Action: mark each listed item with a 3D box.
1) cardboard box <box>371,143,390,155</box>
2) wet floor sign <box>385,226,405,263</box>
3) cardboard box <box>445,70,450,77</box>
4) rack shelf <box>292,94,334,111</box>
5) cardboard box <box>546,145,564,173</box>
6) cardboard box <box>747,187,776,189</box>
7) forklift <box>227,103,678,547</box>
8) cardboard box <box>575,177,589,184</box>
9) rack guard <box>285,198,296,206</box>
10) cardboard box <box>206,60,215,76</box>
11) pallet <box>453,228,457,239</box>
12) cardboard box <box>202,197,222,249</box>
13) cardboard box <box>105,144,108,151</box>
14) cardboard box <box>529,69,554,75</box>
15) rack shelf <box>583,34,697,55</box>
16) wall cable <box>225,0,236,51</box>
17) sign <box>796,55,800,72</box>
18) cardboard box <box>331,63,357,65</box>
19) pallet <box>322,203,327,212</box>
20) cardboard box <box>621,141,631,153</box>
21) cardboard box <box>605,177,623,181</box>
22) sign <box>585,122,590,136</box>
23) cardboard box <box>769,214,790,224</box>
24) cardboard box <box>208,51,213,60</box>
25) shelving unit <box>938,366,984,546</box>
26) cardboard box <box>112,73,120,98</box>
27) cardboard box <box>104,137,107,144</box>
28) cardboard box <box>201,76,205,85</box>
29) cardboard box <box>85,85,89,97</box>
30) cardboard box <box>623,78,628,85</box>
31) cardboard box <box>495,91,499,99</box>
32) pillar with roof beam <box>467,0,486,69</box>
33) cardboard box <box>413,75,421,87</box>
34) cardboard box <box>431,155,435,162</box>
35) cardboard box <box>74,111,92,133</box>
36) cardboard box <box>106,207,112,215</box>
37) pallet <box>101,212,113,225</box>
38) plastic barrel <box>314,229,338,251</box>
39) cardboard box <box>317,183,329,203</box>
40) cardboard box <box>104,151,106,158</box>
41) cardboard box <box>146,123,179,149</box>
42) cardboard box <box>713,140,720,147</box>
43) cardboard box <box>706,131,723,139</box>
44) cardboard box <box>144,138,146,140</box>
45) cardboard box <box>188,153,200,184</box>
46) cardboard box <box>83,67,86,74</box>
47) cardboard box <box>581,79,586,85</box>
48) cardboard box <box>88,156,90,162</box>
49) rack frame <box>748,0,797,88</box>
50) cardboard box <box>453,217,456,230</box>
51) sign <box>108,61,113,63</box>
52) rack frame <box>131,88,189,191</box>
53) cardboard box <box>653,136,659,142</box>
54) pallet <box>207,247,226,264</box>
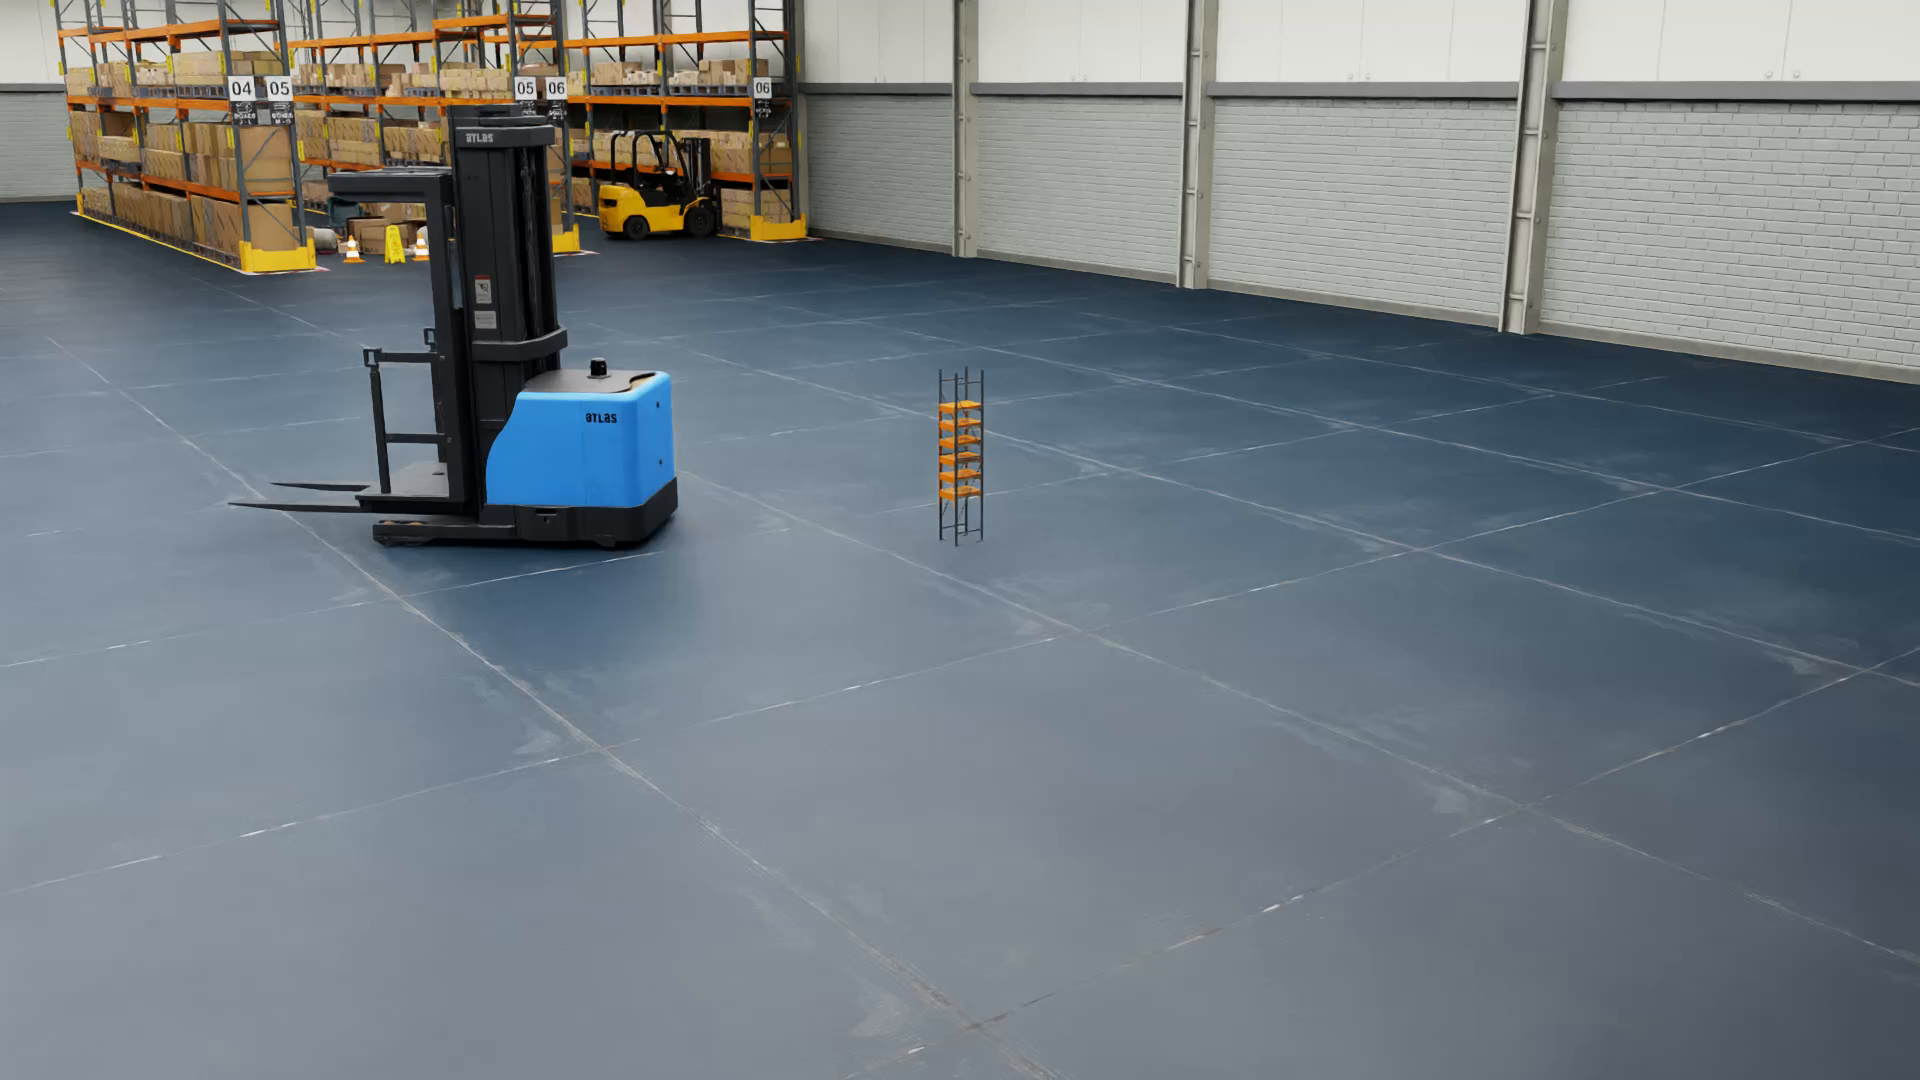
[{"bbox_3d":[-12.958,-8.835,37.513,0.500,0.250,0.500,-11,19,-35],"label":"cardboard box"},{"bbox_3d":[-10.089,-5.270,29.609,0.232,0.644,0.267,14,21,42],"label":"wet floor sign"},{"bbox_3d":[-10.018,-9.290,33.119,0.380,0.149,0.250,-10,18,-33],"label":"cardboard box"},{"bbox_3d":[-15.995,-10.984,41.705,1.077,0.370,4.000,-11,19,-35],"label":"rack shelf"},{"bbox_3d":[-7.818,-7.230,31.558,0.500,0.500,0.500,-11,19,-35],"label":"cardboard box"},{"bbox_3d":[-4.177,-7.262,34.947,0.500,0.250,0.500,-11,19,-34],"label":"cardboard box"},{"bbox_3d":[-3.613,-1.508,11.532,3.031,2.935,1.130,1,15,5],"label":"forklift"},{"bbox_3d":[-9.254,-8.866,40.999,0.380,0.149,0.250,-12,19,-36],"label":"cardboard box"},{"bbox_3d":[-17.185,-9.110,43.915,1.175,0.500,0.348,-11,19,-35],"label":"rack guard"},{"bbox_3d":[-12.515,-8.041,28.328,0.500,0.250,0.500,-11,19,-34],"label":"cardboard box"},{"bbox_3d":[-9.692,-6.266,34.068,1.003,0.211,1.213,-11,19,-35],"label":"pallet"},{"bbox_3d":[-13.214,-5.799,30.312,0.875,0.875,0.875,-11,19,-34],"label":"cardboard box"},{"bbox_3d":[-18.445,-8.571,36.325,0.380,0.149,0.250,-12,19,-37],"label":"cardboard box"},{"bbox_3d":[-7.807,-8.712,31.008,0.380,0.149,0.250,-11,19,-35],"label":"cardboard box"},{"bbox_3d":[-7.278,-11.300,37.938,1.077,0.370,4.000,-11,19,-35],"label":"rack shelf"},{"bbox_3d":[-20.743,-14.375,47.053,0.463,3.000,0.029,-11,19,-35],"label":"wall cable"},{"bbox_3d":[-3.298,-9.657,33.690,0.100,0.325,0.005,-11,19,-35],"label":"sign"},{"bbox_3d":[-14.995,-11.361,40.546,0.500,0.500,0.500,-10,18,-34],"label":"cardboard box"},{"bbox_3d":[-15.203,-8.286,41.451,1.003,0.211,1.213,-11,19,-35],"label":"pallet"},{"bbox_3d":[-7.484,-9.083,38.418,0.500,0.250,0.500,-11,19,-34],"label":"cardboard box"},{"bbox_3d":[-8.509,-8.843,40.915,0.380,0.149,0.250,-10,18,-32],"label":"cardboard box"},{"bbox_3d":[-8.888,-9.808,39.685,0.100,0.325,0.005,-11,19,-35],"label":"sign"},{"bbox_3d":[-3.881,-6.677,34.703,0.500,0.250,0.500,-11,19,-34],"label":"cardboard box"},{"bbox_3d":[-12.477,-8.193,28.127,0.380,0.149,0.250,-10,18,-34],"label":"cardboard box"},{"bbox_3d":[0.009,-0.576,11.406,0.258,1.200,0.189,-11,19,-35],"label":"shelving unit"},{"bbox_3d":[-17.548,-9.602,35.106,0.500,0.500,0.500,-11,19,-35],"label":"cardboard box"},{"bbox_3d":[-18.442,-8.712,36.279,0.380,0.149,0.250,-11,19,-35],"label":"cardboard box"},{"bbox_3d":[-12.924,-7.971,28.825,0.380,0.149,0.250,-11,19,-34],"label":"cardboard box"},{"bbox_3d":[-19.555,-10.213,37.809,0.500,0.250,0.500,-11,19,-35],"label":"cardboard box"},{"bbox_3d":[-7.448,-10.448,37.878,0.380,0.149,0.250,-11,19,-35],"label":"cardboard box"},{"bbox_3d":[-8.501,-8.363,31.243,0.380,0.149,0.250,-10,18,-33],"label":"cardboard box"},{"bbox_3d":[-17.497,-14.023,45.766,9.100,9.000,0.400,-11,19,-35],"label":"pillar with roof beam"},{"bbox_3d":[-11.168,-9.646,34.942,0.500,0.250,0.500,-11,19,-34],"label":"cardboard box"},{"bbox_3d":[-10.782,-7.956,34.643,0.380,0.149,0.250,-12,19,-36],"label":"cardboard box"},{"bbox_3d":[-20.765,-9.951,39.605,0.500,0.500,0.500,-10,18,-33],"label":"cardboard box"},{"bbox_3d":[-19.270,-7.525,37.993,0.380,0.149,0.250,-11,19,-34],"label":"cardboard box"},{"bbox_3d":[-19.187,-7.460,38.432,1.003,0.211,1.213,-11,19,-35],"label":"pallet"},{"bbox_3d":[-12.152,-5.712,31.643,0.512,0.421,0.421,1,15,4],"label":"plastic barrel"},{"bbox_3d":[-15.628,-8.765,41.977,0.875,0.438,0.875,-12,19,-36],"label":"cardboard box"},{"bbox_3d":[-18.593,-8.480,36.559,0.380,0.149,0.250,-11,19,-34],"label":"cardboard box"},{"bbox_3d":[-16.156,-8.246,33.938,0.700,0.500,0.500,-11,19,-35],"label":"cardboard box"},{"bbox_3d":[-4.955,-8.327,34.901,0.380,0.149,0.250,-11,19,-34],"label":"cardboard box"},{"bbox_3d":[-5.173,-8.597,35.323,0.380,0.149,0.250,-11,19,-34],"label":"cardboard box"},{"bbox_3d":[-17.445,-8.644,36.030,0.380,0.149,0.250,-11,19,-35],"label":"cardboard box"},{"bbox_3d":[-13.833,-6.954,31.017,0.875,0.550,0.550,-11,19,-35],"label":"cardboard box"},{"bbox_3d":[-19.788,-10.720,37.963,0.380,0.149,0.250,-12,19,-37],"label":"cardboard box"},{"bbox_3d":[-8.858,-10.979,39.854,0.380,0.149,0.250,-10,18,-33],"label":"cardboard box"},{"bbox_3d":[-20.367,-9.013,39.301,0.380,0.149,0.250,-11,19,-36],"label":"cardboard box"},{"bbox_3d":[-3.751,-10.559,33.109,1.000,3.000,0.127,-11,19,-35],"label":"rack frame"},{"bbox_3d":[-9.987,-6.457,33.898,0.500,0.250,0.500,-12,19,-37],"label":"cardboard box"},{"bbox_3d":[-20.655,-11.477,40.467,0.100,0.325,0.005,-11,19,-35],"label":"sign"},{"bbox_3d":[-16.412,-7.813,34.439,1.000,3.000,0.127,-11,19,-35],"label":"rack frame"},{"bbox_3d":[-6.649,-8.972,37.255,0.380,0.149,0.250,-11,19,-35],"label":"cardboard box"},{"bbox_3d":[-12.955,-5.178,30.096,1.003,0.211,1.213,-11,19,-35],"label":"pallet"}]
